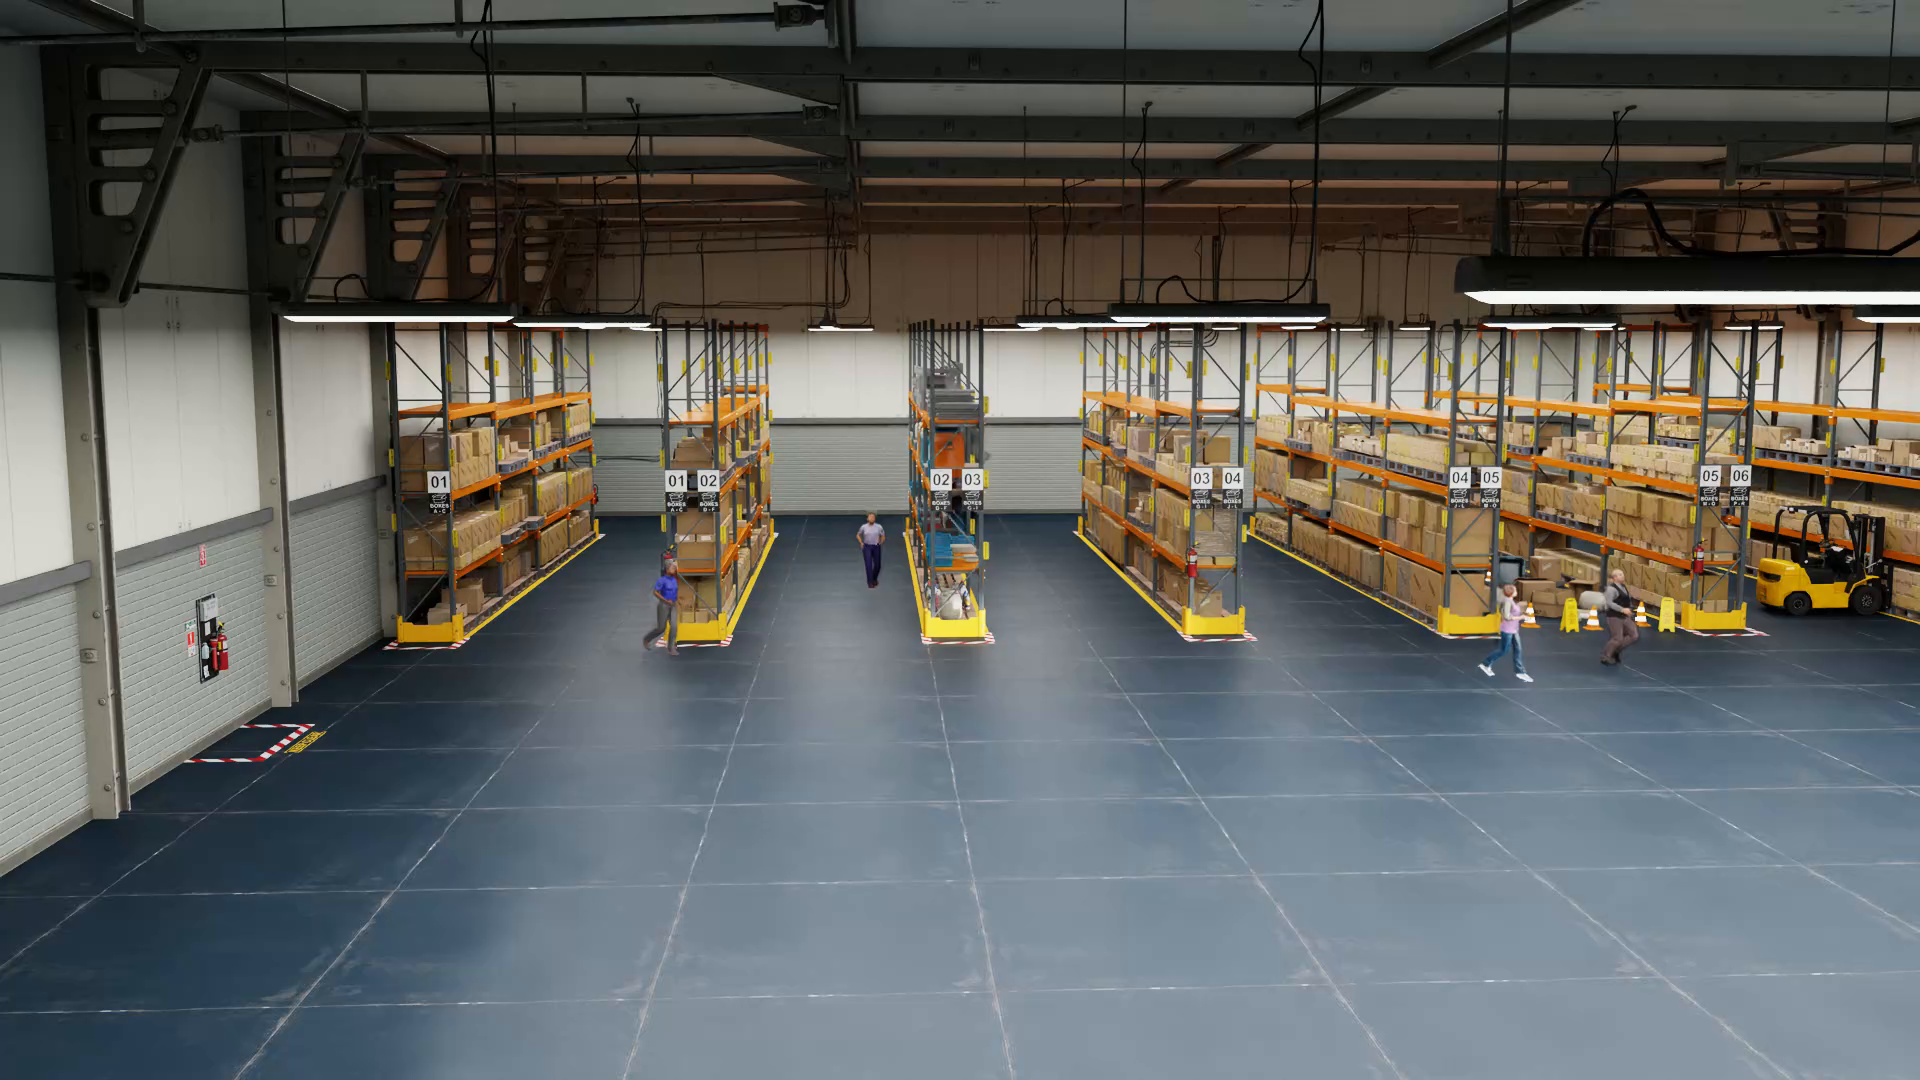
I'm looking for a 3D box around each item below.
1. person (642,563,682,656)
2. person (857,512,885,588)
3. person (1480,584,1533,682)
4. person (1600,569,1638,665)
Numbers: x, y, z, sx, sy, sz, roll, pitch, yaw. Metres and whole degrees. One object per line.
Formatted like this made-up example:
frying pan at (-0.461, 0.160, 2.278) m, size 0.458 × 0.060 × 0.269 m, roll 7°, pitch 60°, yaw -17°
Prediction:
person at (-5.263, 1.224, 29.965) m, size 0.816 × 1.629 × 0.649 m, roll 5°, pitch 8°, yaw 33°
person at (-1.912, 0.220, 35.841) m, size 0.613 × 1.626 × 0.633 m, roll -1°, pitch 7°, yaw -9°
person at (9.048, 1.523, 27.467) m, size 0.851 × 1.606 × 0.535 m, roll 4°, pitch 8°, yaw 30°
person at (11.413, 1.339, 28.760) m, size 0.672 × 1.678 × 0.592 m, roll -6°, pitch 9°, yaw -42°
